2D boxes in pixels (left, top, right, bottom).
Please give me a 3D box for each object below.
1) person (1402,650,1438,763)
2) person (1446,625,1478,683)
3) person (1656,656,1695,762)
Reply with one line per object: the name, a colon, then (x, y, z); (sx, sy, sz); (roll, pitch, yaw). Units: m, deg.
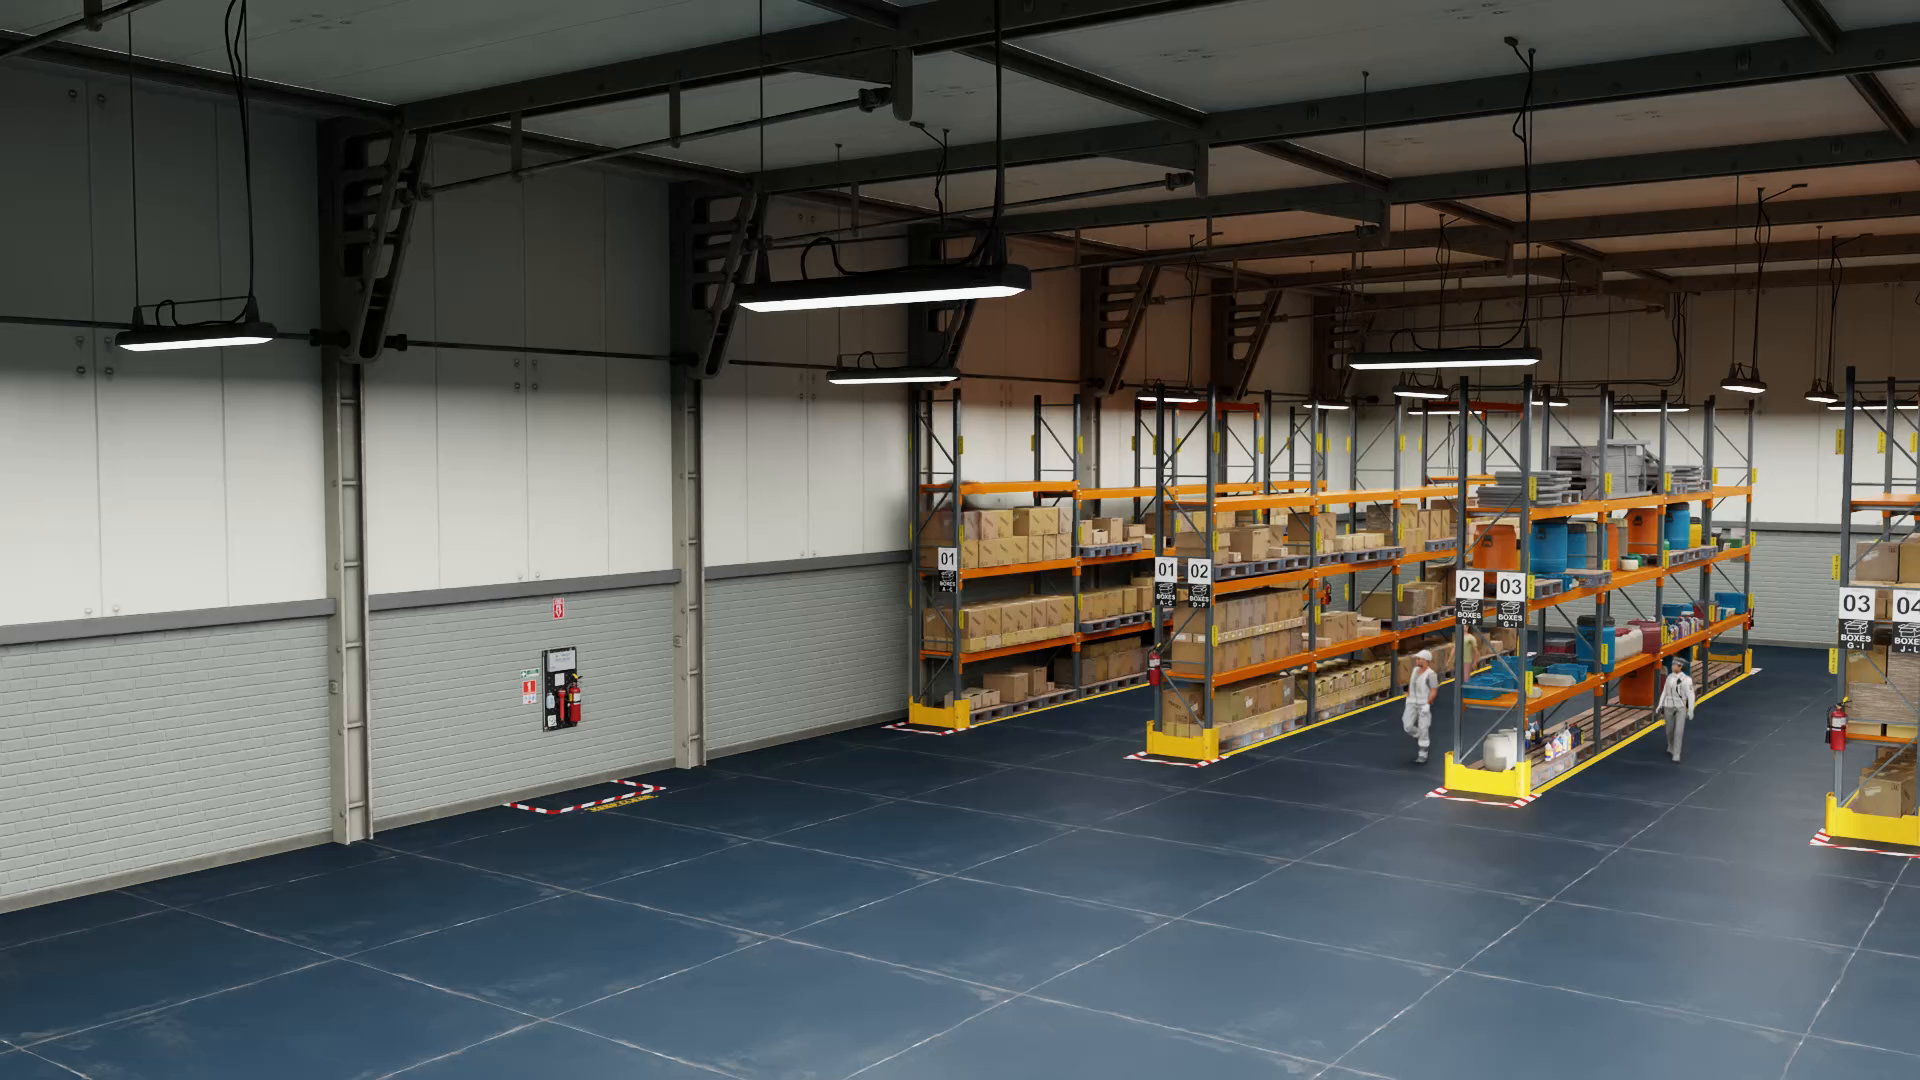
person: (7.281, 2.617, 26.333); (0.631, 1.769, 0.676); (2, 4, 37)
person: (9.639, 2.356, 31.923); (0.550, 1.618, 0.978); (2, 4, 28)
person: (11.412, 2.662, 26.506); (0.568, 1.641, 0.982); (2, 4, 29)
